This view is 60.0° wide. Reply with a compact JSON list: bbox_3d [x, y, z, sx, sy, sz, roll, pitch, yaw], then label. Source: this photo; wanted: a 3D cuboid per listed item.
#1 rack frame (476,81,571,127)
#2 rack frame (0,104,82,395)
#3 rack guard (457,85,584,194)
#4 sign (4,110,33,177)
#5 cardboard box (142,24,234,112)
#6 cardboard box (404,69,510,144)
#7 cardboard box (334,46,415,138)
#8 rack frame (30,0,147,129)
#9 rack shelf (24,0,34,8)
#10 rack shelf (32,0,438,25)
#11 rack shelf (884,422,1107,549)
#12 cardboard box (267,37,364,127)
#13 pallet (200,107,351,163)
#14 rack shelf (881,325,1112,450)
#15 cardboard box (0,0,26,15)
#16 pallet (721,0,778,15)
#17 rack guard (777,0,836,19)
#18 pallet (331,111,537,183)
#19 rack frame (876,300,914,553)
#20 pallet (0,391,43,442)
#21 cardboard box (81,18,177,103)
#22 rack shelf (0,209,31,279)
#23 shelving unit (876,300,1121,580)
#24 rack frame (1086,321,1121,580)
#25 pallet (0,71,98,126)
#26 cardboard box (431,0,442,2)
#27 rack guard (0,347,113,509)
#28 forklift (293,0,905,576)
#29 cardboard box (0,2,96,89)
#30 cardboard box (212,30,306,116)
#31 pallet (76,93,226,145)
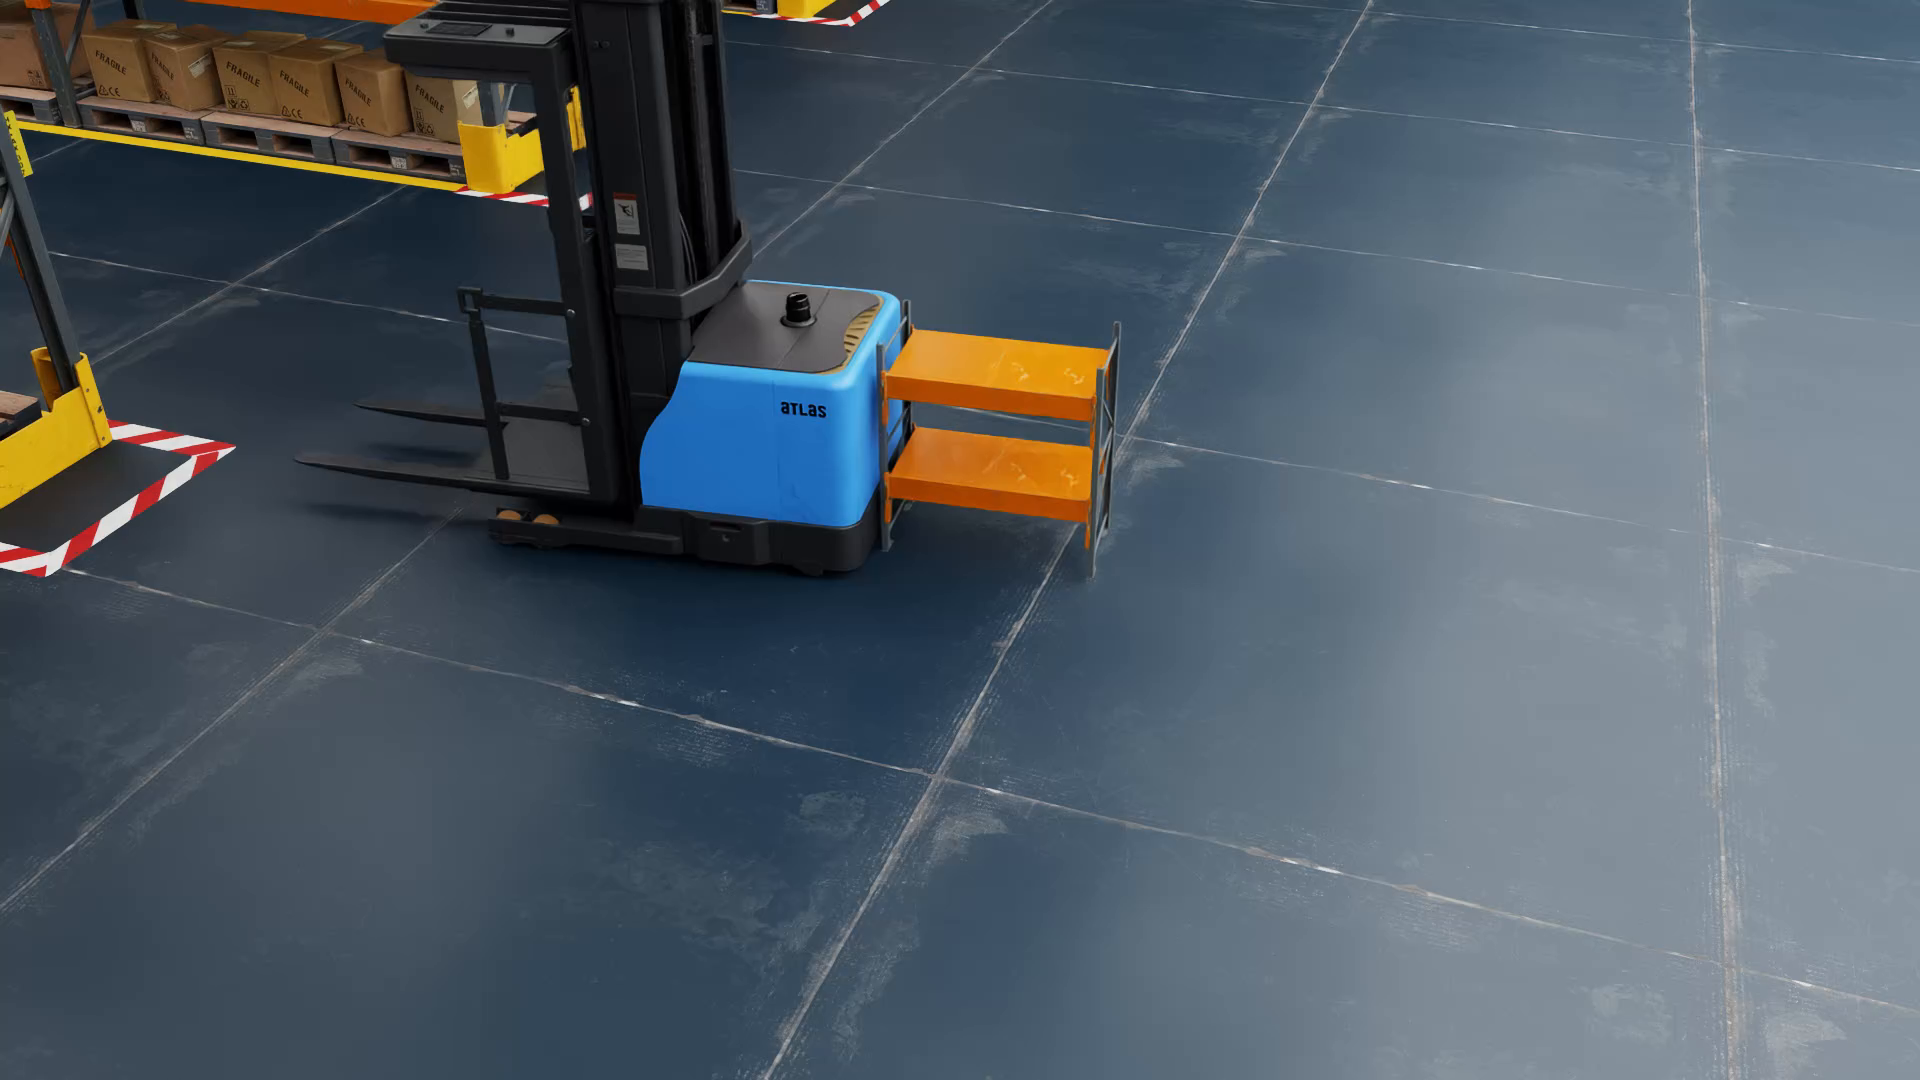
[{"bbox_3d":[-3.219,-4.096,11.828,0.127,3.000,1.000,11,34,16],"label":"rack frame"},{"bbox_3d":[-4.890,-1.567,7.911,0.127,3.000,1.000,11,34,16],"label":"rack frame"},{"bbox_3d":[-3.291,-3.060,12.528,0.348,0.500,1.175,11,34,16],"label":"rack guard"},{"bbox_3d":[-4.701,-1.963,8.270,0.005,0.325,0.100,11,34,16],"label":"sign"},{"bbox_3d":[-6.080,-3.760,13.225,0.500,0.500,0.500,23,39,31],"label":"cardboard box"},{"bbox_3d":[-3.802,-3.345,12.583,0.500,0.500,0.500,18,37,25],"label":"cardboard box"},{"bbox_3d":[-4.376,-3.437,12.725,0.500,0.500,0.500,21,38,29],"label":"cardboard box"},{"bbox_3d":[-6.985,-4.828,12.962,0.127,3.000,1.000,11,34,16],"label":"rack frame"},{"bbox_3d":[-8.868,-4.892,13.724,4.000,0.370,1.077,11,34,16],"label":"rack shelf"},{"bbox_3d":[-5.102,-4.160,12.590,4.000,0.370,1.077,11,34,16],"label":"rack shelf"},{"bbox_3d":[0.184,-0.274,8.088,1.000,0.278,0.538,8,34,11],"label":"rack shelf"},{"bbox_3d":[-4.959,-3.561,12.917,0.500,0.500,0.500,14,35,21],"label":"cardboard box"},{"bbox_3d":[-5.188,-3.329,13.212,1.213,0.211,1.003,11,34,16],"label":"pallet"},{"bbox_3d":[0.184,-0.725,7.796,1.000,0.278,0.538,8,34,11],"label":"rack shelf"},{"bbox_3d":[-7.998,-4.183,13.862,0.500,0.500,0.700,11,34,16],"label":"cardboard box"},{"bbox_3d":[-2.230,-5.545,16.644,1.213,0.211,1.003,11,34,16],"label":"pallet"},{"bbox_3d":[-1.428,-5.555,16.394,0.348,0.500,1.175,11,34,16],"label":"rack guard"},{"bbox_3d":[-4.044,-3.105,12.864,1.213,0.211,1.003,11,34,16],"label":"pallet"},{"bbox_3d":[-0.310,-0.545,8.056,0.032,1.125,0.500,8,34,11],"label":"rack frame"},{"bbox_3d":[-5.741,-0.537,8.886,1.213,0.211,1.003,11,34,16],"label":"pallet"},{"bbox_3d":[-6.622,-3.860,13.381,0.500,0.500,0.500,10,34,15],"label":"cardboard box"},{"bbox_3d":[-6.773,-1.631,8.673,4.000,0.370,1.077,11,34,16],"label":"rack shelf"},{"bbox_3d":[0.184,-0.479,7.955,1.048,1.125,0.538,8,34,11],"label":"shelving unit"},{"bbox_3d":[0.678,-0.414,7.854,0.032,1.125,0.500,8,34,11],"label":"rack frame"},{"bbox_3d":[-7.718,-3.798,13.938,1.213,0.211,1.003,11,34,16],"label":"pallet"},{"bbox_3d":[-3.557,-3.937,11.814,0.250,0.149,0.380,11,34,16],"label":"cardboard box"},{"bbox_3d":[-4.978,-0.507,8.574,0.348,0.500,1.175,11,34,16],"label":"rack guard"},{"bbox_3d":[-1.850,-1.459,7.808,3.031,2.935,1.130,7,33,10],"label":"forklift"},{"bbox_3d":[-7.556,-4.086,13.712,0.500,0.500,0.700,8,34,13],"label":"cardboard box"},{"bbox_3d":[-5.469,-3.686,13.111,0.500,0.500,0.500,8,34,12],"label":"cardboard box"},{"bbox_3d":[-6.341,-3.551,13.556,1.213,0.211,1.003,11,34,16],"label":"pallet"}]
